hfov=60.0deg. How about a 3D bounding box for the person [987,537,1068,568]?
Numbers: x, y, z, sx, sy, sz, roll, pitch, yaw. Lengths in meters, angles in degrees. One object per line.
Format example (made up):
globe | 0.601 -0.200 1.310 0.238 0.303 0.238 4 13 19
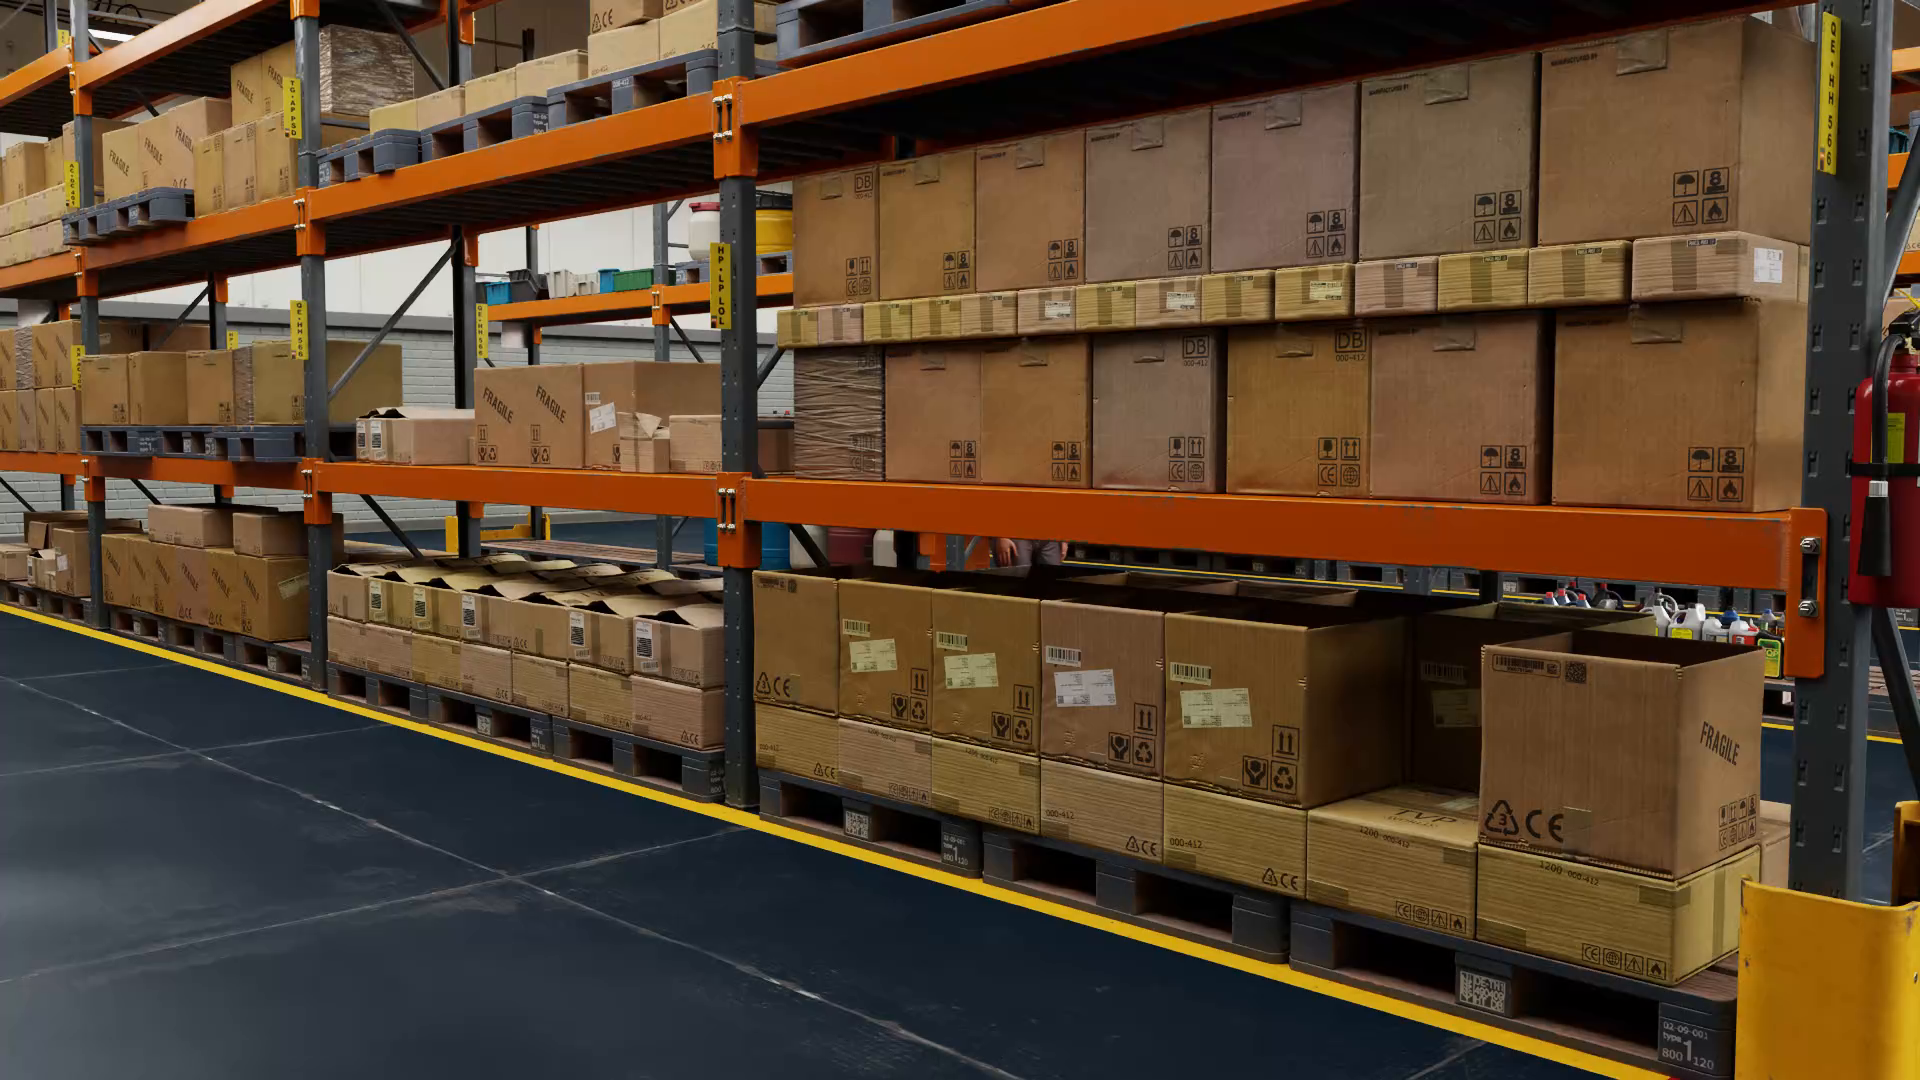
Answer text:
person | 0.392 0.008 9.345 0.472 1.719 0.579 4 5 44
